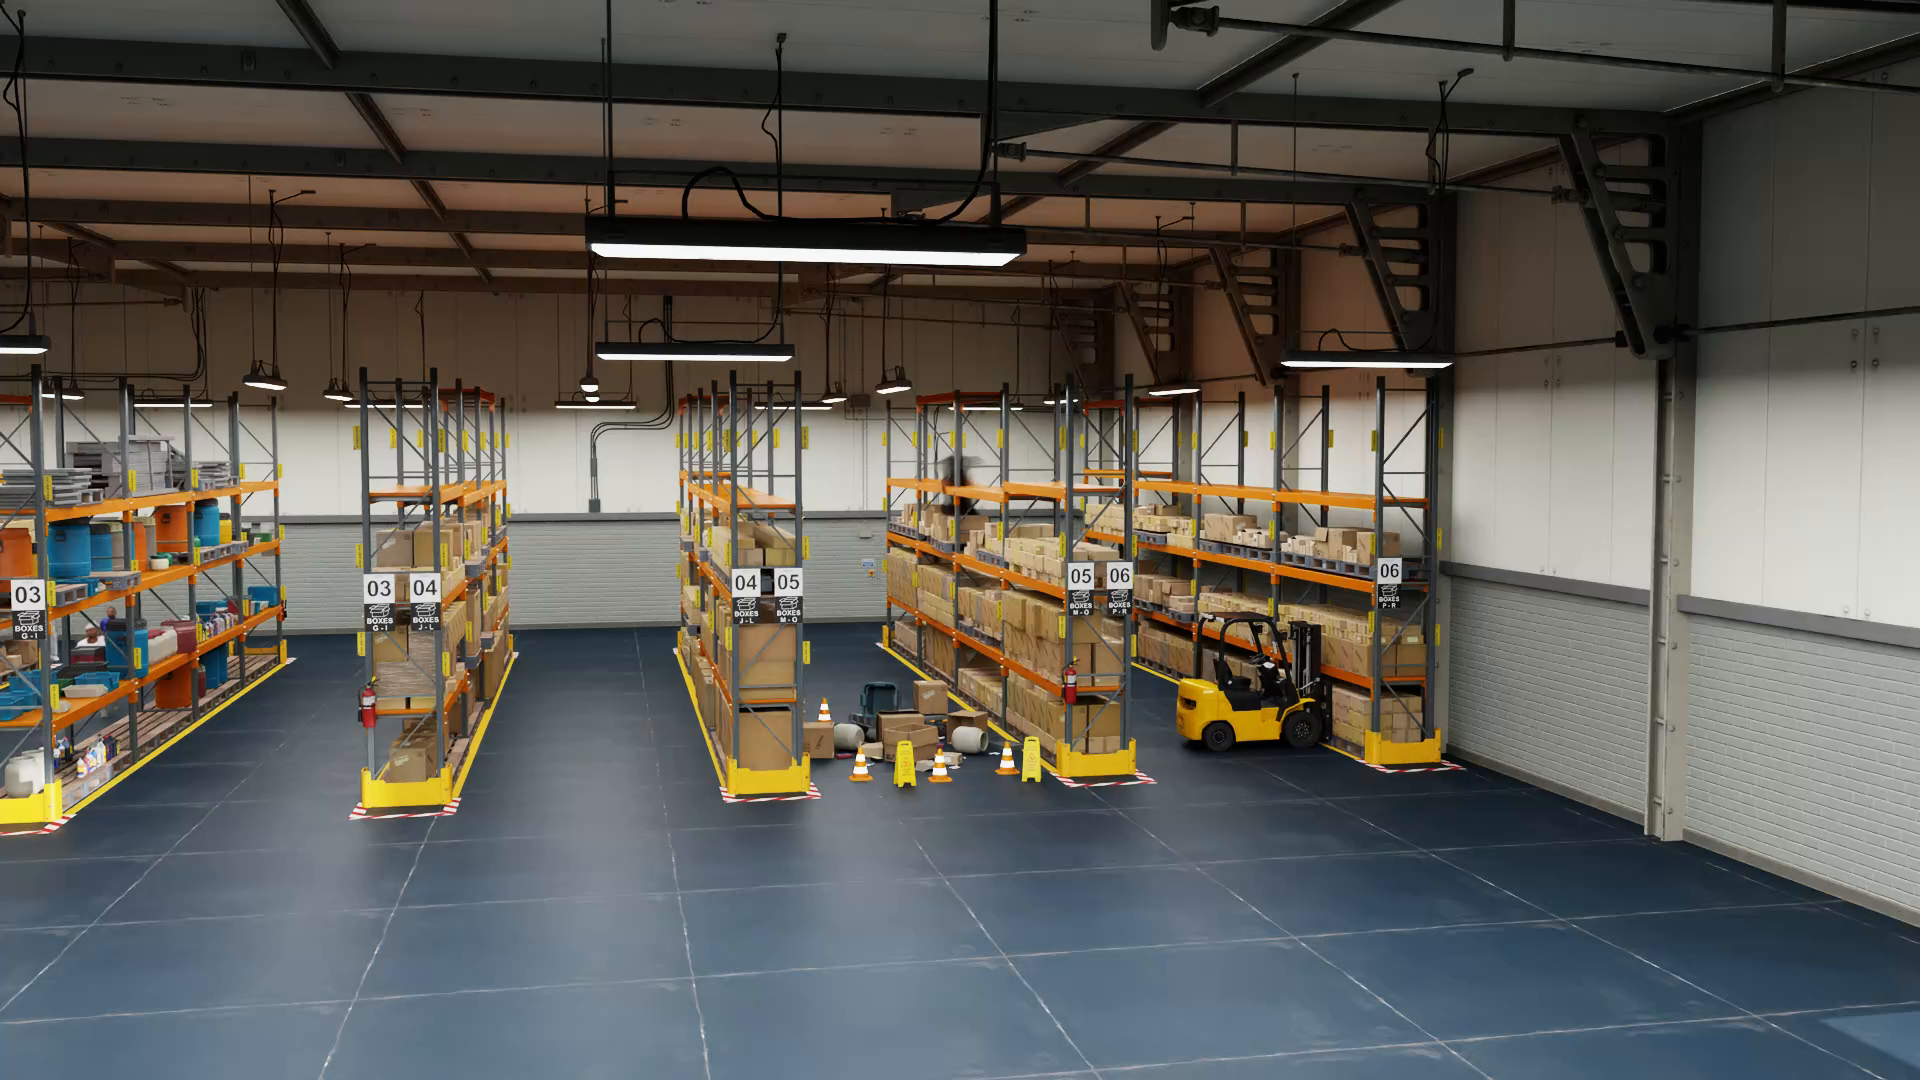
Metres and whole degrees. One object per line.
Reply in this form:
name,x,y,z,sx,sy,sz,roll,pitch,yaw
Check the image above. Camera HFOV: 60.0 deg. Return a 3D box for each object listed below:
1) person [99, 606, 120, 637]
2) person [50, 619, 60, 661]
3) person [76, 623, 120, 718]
person,-17.152,2.183,33.680,0.588,1.690,0.721,-1,4,-15
person,-20.927,1.915,37.943,0.961,1.669,0.534,1,4,23
person,-15.663,2.358,30.143,0.755,1.723,0.571,-1,3,-12
